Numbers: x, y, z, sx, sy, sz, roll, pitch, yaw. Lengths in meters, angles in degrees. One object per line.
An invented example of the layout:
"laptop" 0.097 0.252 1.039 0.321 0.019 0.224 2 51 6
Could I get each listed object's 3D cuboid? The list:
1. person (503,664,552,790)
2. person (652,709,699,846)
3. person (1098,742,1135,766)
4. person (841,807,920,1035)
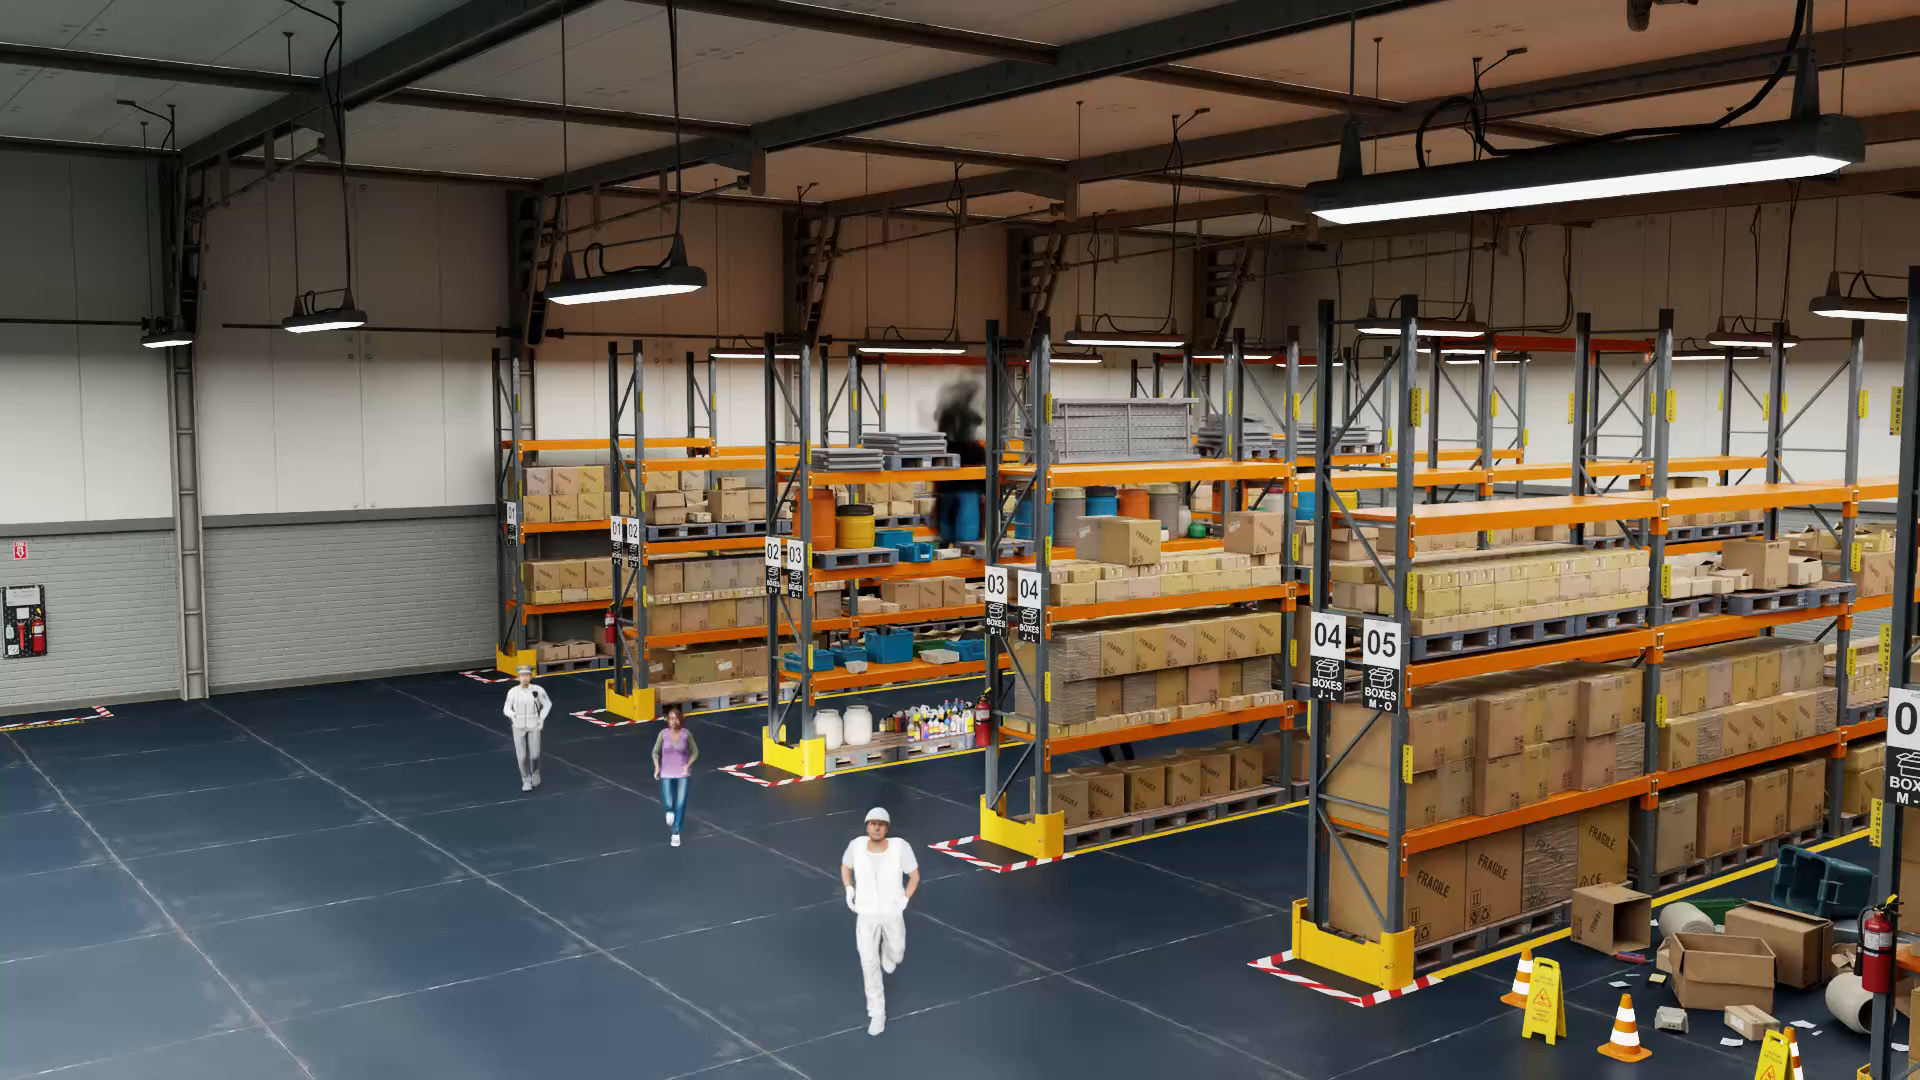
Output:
"person" -5.610 2.439 21.556 0.602 1.654 0.526 -1 5 -11
"person" -3.280 2.718 19.170 0.537 1.560 0.549 -1 5 -8
"person" 2.104 2.377 22.506 0.577 1.660 0.682 4 7 41
"person" -0.663 3.095 13.881 0.660 1.766 1.052 0 5 -4
